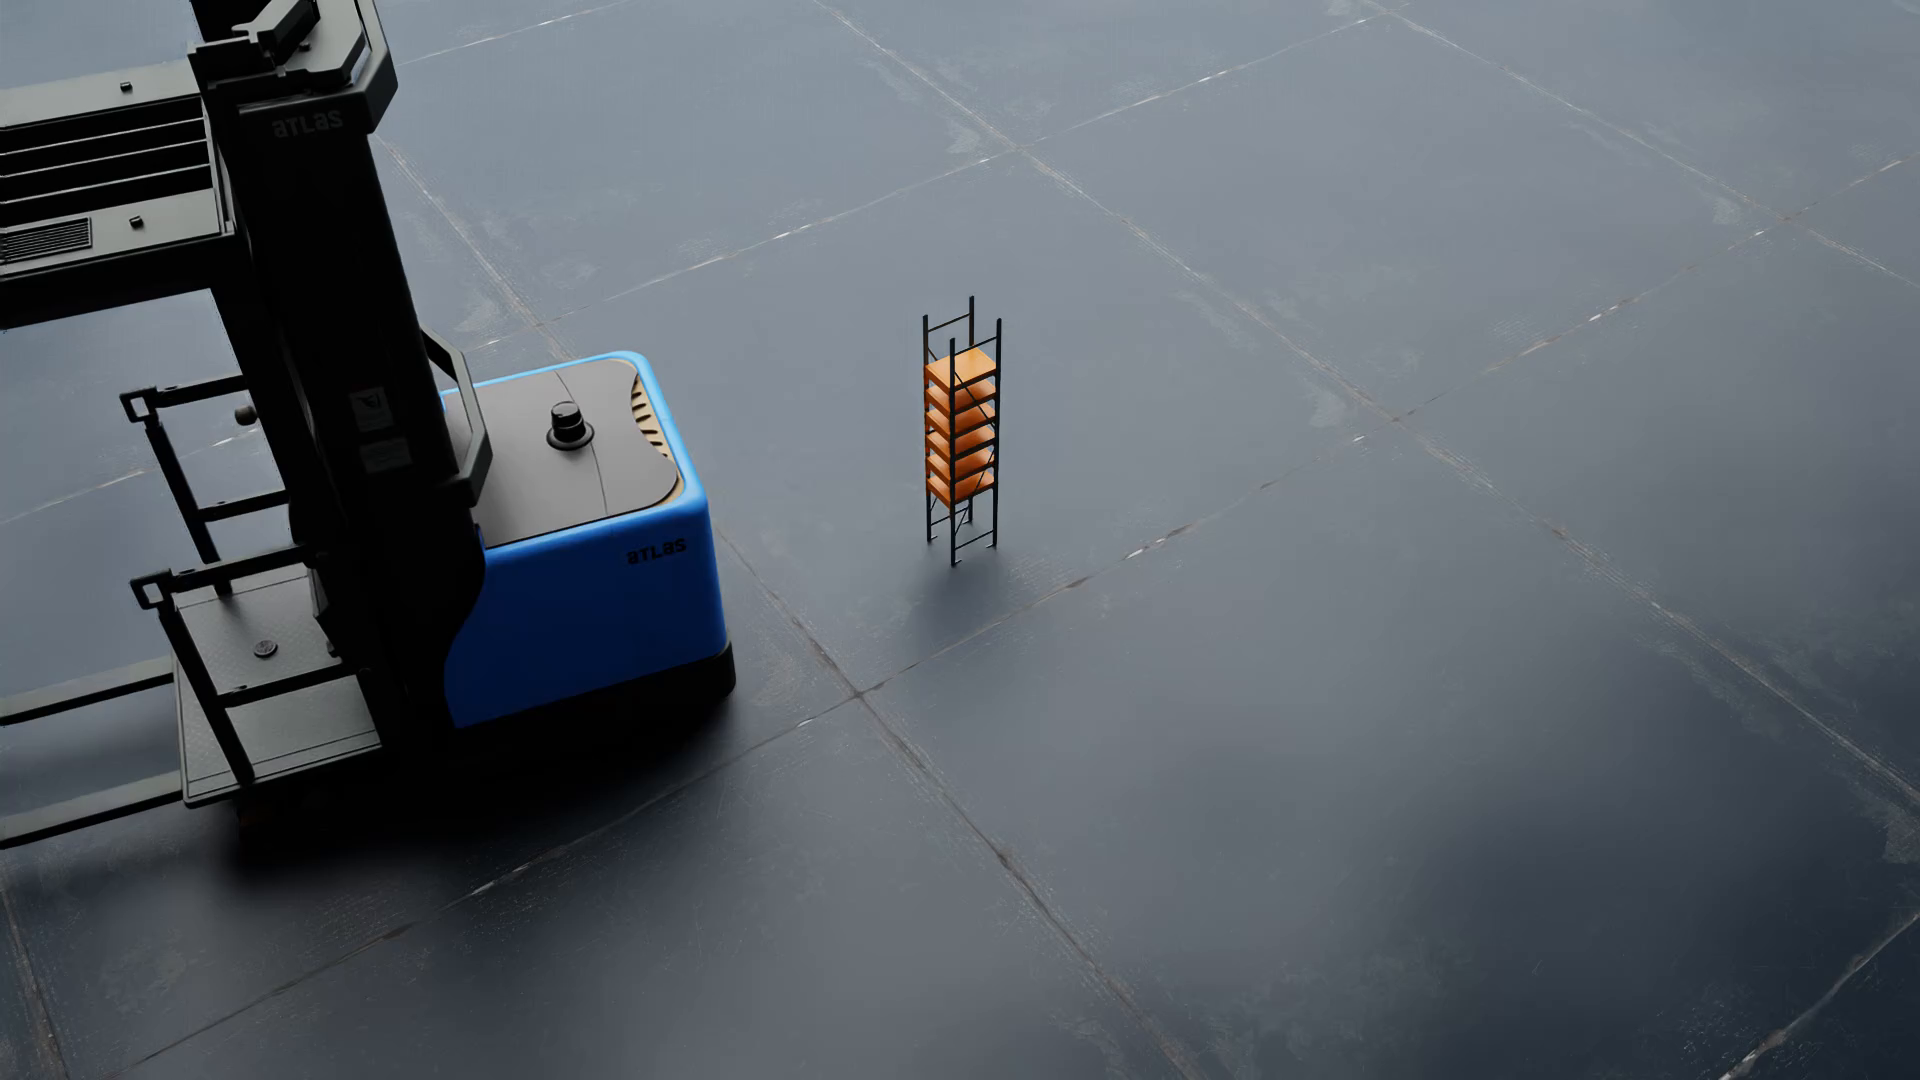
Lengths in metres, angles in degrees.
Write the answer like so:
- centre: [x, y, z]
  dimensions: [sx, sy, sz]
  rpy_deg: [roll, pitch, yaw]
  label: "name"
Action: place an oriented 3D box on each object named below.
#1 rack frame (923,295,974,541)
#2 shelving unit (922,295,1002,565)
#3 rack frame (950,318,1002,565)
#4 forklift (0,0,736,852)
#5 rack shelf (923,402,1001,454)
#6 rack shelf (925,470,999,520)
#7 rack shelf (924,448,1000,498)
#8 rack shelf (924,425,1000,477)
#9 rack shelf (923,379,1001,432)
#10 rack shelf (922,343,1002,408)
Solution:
- centre: [-0.044, -0.478, 6.872]
  dimensions: [0.240, 1.200, 0.006]
  rpy_deg: [-26, 49, -24]
  label: "rack frame"
- centre: [0.008, -0.426, 6.818]
  dimensions: [0.258, 1.200, 0.189]
  rpy_deg: [-26, 49, -24]
  label: "shelving unit"
- centre: [0.061, -0.374, 6.764]
  dimensions: [0.240, 1.200, 0.006]
  rpy_deg: [-26, 49, -24]
  label: "rack frame"
- centre: [-2.451, -0.354, 5.489]
  dimensions: [3.031, 2.935, 1.130]
  rpy_deg: [-15, 46, -16]
  label: "forklift"
- centre: [0.008, -0.480, 6.766]
  dimensions: [0.258, 0.103, 0.180]
  rpy_deg: [-26, 49, -24]
  label: "rack shelf"
- centre: [0.008, -0.220, 7.014]
  dimensions: [0.258, 0.103, 0.180]
  rpy_deg: [-26, 49, -24]
  label: "rack shelf"
- centre: [0.008, -0.307, 6.932]
  dimensions: [0.258, 0.103, 0.180]
  rpy_deg: [-26, 49, -24]
  label: "rack shelf"
- centre: [0.008, -0.394, 6.849]
  dimensions: [0.258, 0.103, 0.180]
  rpy_deg: [-26, 49, -24]
  label: "rack shelf"
- centre: [0.008, -0.567, 6.683]
  dimensions: [0.258, 0.103, 0.180]
  rpy_deg: [-26, 49, -24]
  label: "rack shelf"
- centre: [0.008, -0.654, 6.600]
  dimensions: [0.258, 0.103, 0.180]
  rpy_deg: [-26, 49, -24]
  label: "rack shelf"
